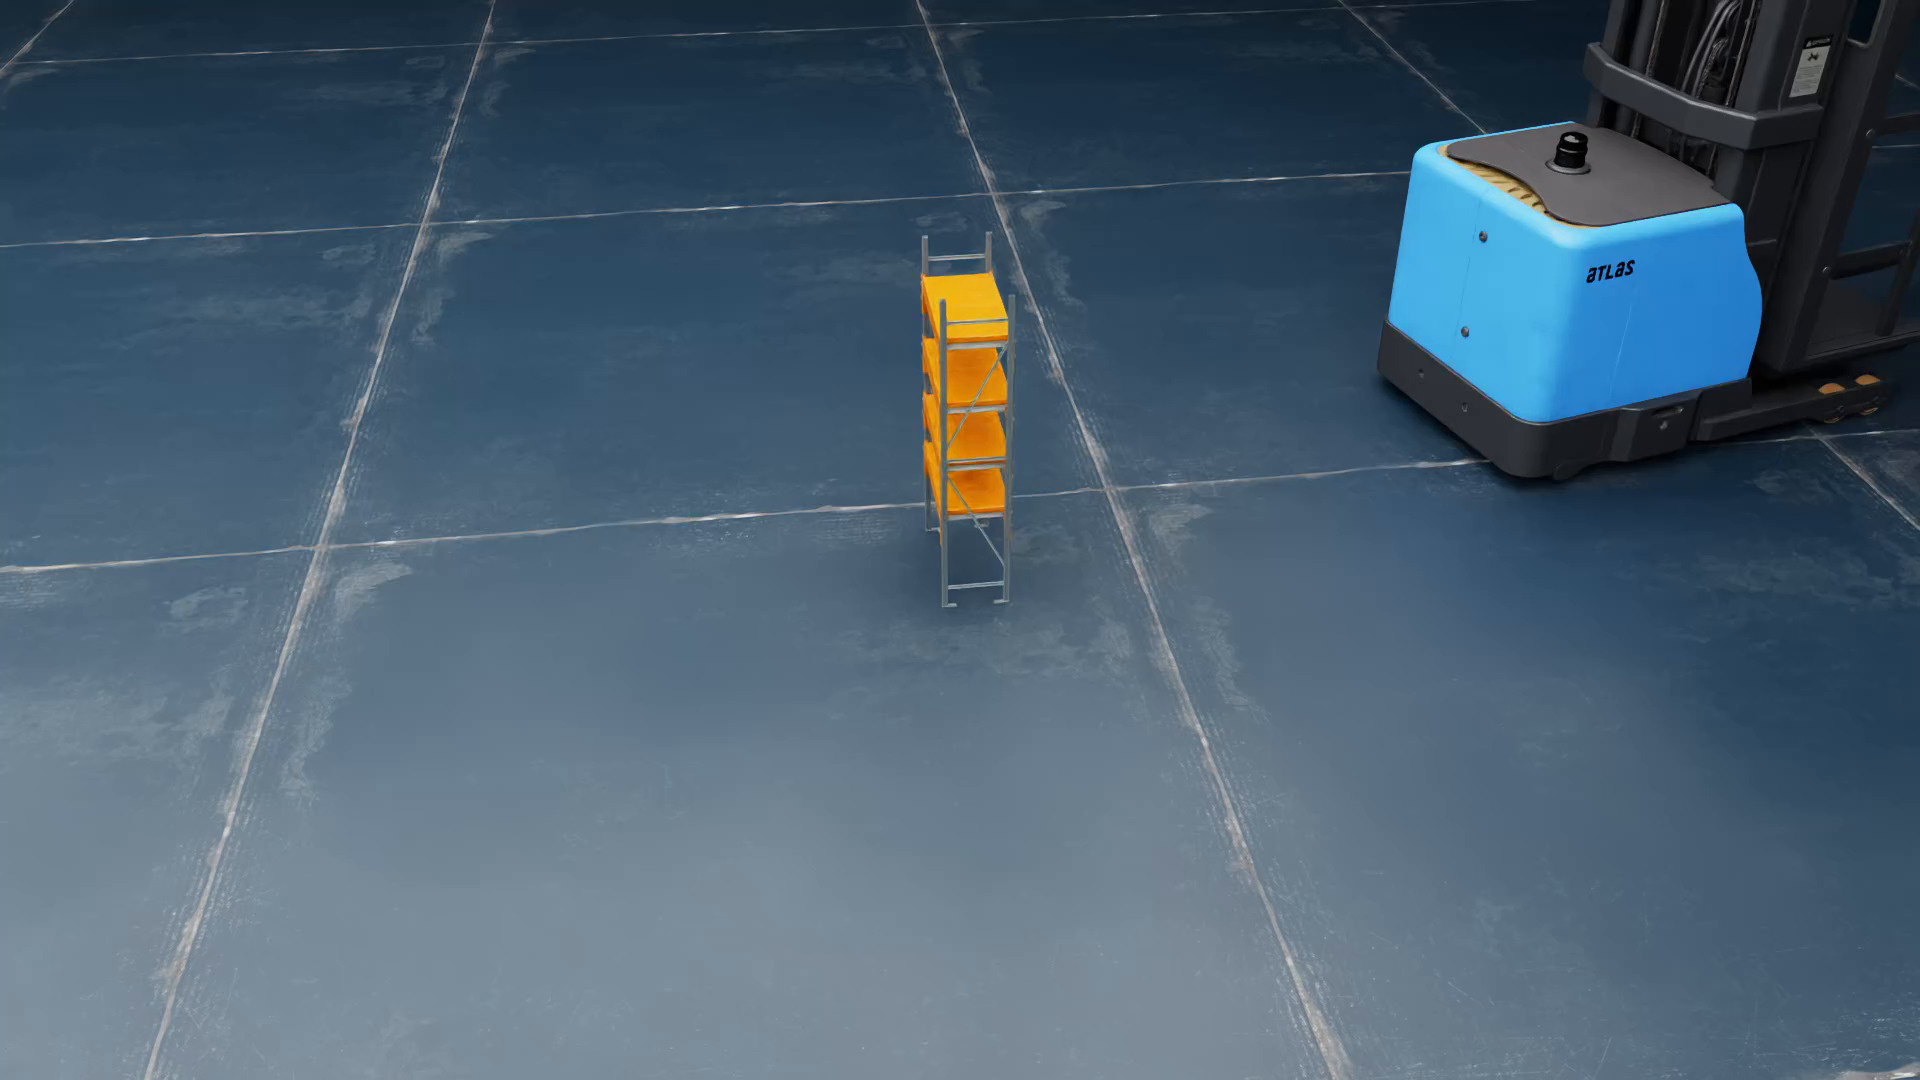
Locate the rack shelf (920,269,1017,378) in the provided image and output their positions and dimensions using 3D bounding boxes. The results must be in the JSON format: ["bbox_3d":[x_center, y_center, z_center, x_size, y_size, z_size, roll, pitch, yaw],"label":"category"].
[{"bbox_3d":[0.022,-0.728,5.555,0.258,0.148,0.480,-4,35,-6],"label":"rack shelf"}]

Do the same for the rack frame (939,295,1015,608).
[{"bbox_3d":[0.055,-0.267,5.577,0.240,1.200,0.015,-4,35,-6],"label":"rack frame"}]

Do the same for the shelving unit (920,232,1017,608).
[{"bbox_3d":[0.022,-0.403,5.777,0.258,1.200,0.503,-4,35,-6],"label":"shelving unit"}]

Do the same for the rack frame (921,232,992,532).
[{"bbox_3d":[-0.011,-0.540,5.976,0.240,1.200,0.015,-4,35,-6],"label":"rack frame"}]

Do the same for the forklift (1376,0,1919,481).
[{"bbox_3d":[3.376,-1.963,6.528,3.031,2.935,1.130,-13,36,-18],"label":"forklift"}]

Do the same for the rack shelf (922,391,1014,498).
[{"bbox_3d":[0.022,-0.348,5.814,0.258,0.148,0.480,-4,35,-6],"label":"rack shelf"}]

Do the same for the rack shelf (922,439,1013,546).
[{"bbox_3d":[0.022,-0.184,5.926,0.258,0.148,0.480,-4,35,-6],"label":"rack shelf"}]

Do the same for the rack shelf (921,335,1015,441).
[{"bbox_3d":[0.022,-0.533,5.688,0.258,0.148,0.480,-4,35,-6],"label":"rack shelf"}]
